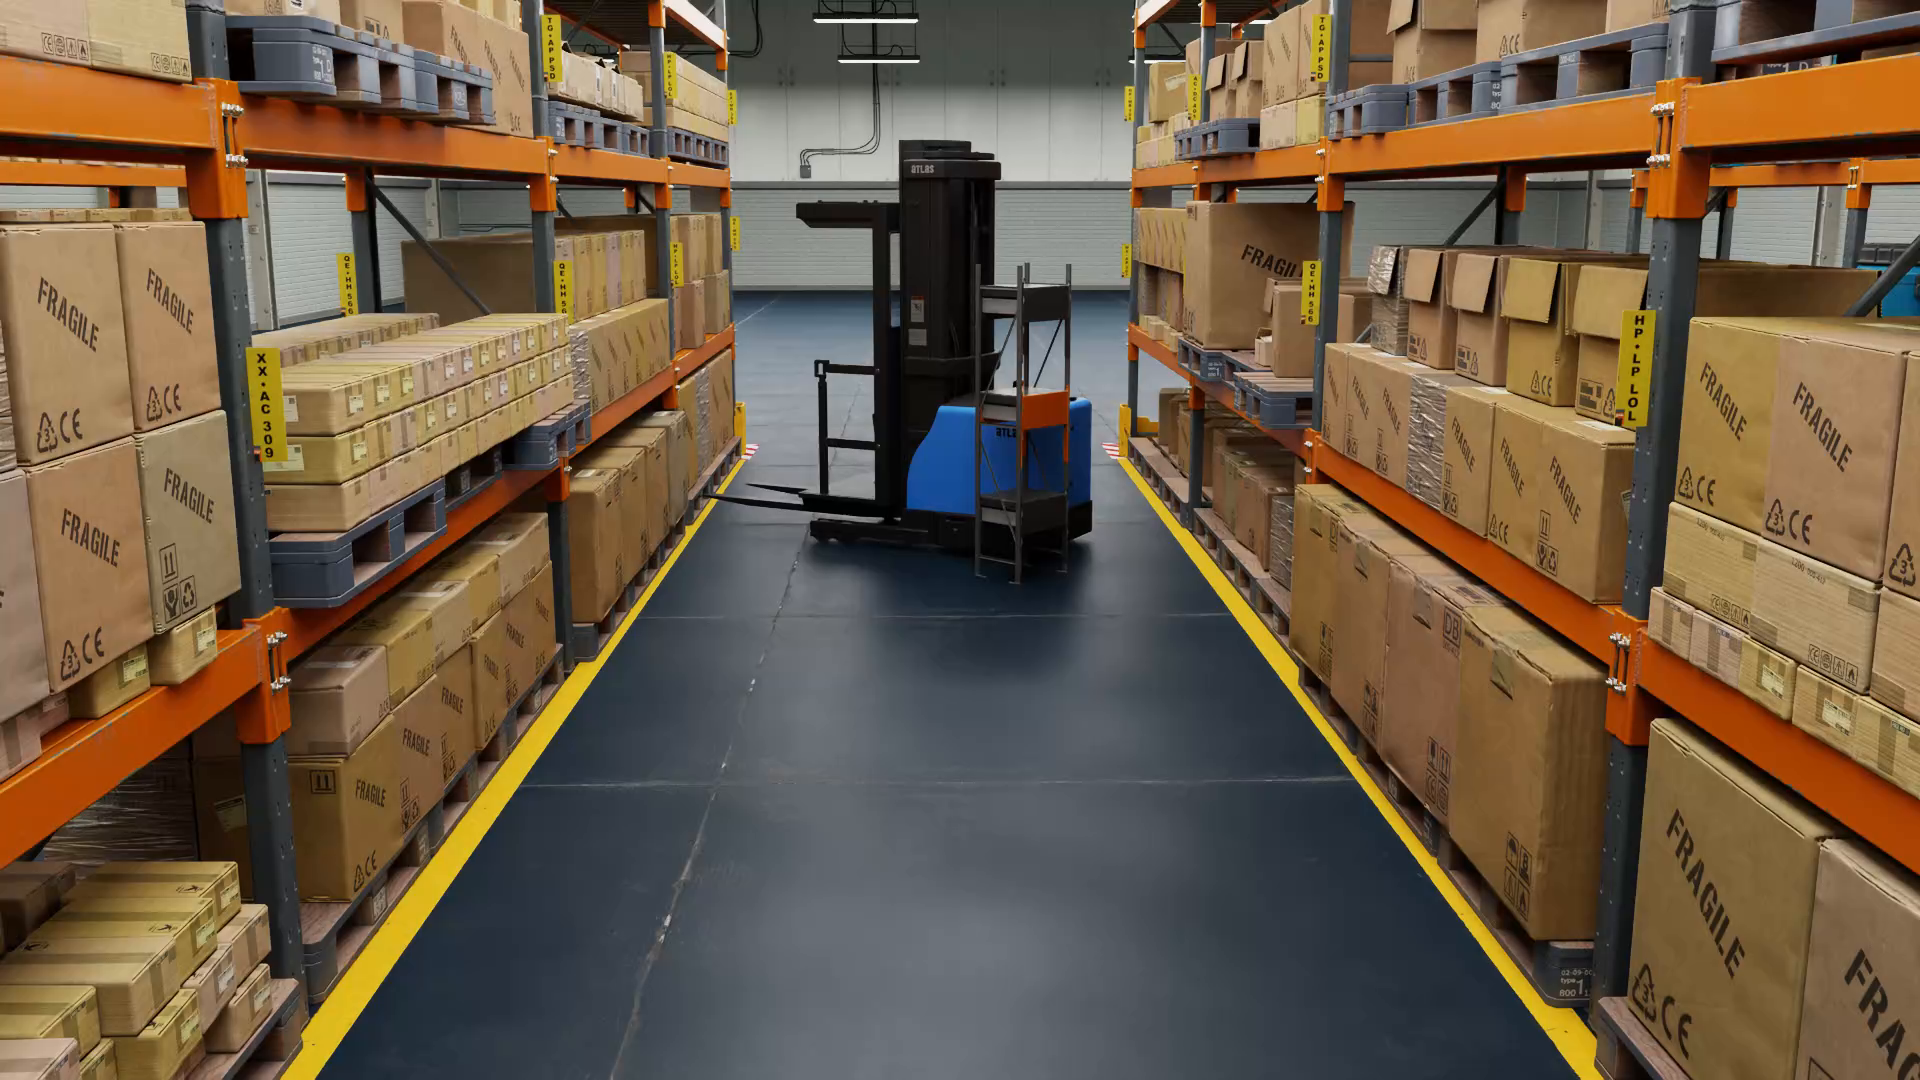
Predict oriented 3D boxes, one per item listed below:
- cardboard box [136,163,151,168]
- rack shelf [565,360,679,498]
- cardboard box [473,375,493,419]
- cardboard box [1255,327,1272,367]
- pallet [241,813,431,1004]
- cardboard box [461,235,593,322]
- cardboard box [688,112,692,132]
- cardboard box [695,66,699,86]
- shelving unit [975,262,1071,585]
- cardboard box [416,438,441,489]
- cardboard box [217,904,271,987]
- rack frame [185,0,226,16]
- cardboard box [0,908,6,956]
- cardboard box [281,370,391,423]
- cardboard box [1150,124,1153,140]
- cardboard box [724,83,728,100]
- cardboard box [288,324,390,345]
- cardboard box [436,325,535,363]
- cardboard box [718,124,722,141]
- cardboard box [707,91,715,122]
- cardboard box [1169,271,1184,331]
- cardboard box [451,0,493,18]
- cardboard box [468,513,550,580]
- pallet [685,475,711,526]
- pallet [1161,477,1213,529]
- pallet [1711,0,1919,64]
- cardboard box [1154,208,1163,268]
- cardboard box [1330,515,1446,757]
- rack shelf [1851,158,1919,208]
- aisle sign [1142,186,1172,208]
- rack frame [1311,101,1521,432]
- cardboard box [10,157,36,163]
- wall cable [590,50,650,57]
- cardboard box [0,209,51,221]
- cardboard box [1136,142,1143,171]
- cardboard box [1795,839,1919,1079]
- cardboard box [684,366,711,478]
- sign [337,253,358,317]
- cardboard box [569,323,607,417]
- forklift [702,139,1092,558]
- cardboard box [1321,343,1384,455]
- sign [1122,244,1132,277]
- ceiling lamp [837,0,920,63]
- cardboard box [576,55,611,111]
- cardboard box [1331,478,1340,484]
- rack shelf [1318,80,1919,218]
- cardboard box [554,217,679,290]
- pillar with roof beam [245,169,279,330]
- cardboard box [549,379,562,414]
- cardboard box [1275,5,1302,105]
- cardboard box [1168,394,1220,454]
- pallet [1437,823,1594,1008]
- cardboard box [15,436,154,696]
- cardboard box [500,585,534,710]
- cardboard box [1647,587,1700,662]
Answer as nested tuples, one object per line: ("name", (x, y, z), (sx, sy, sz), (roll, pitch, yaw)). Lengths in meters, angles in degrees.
("cardboard box", (-7.426, -3.376, 14.745), (0.380, 0.149, 0.250), (0, 11, -2))
("rack shelf", (-2.642, -0.797, 10.751), (1.077, 0.370, 4.000), (0, 11, -1))
("cardboard box", (-2.101, -0.576, 6.682), (0.380, 0.149, 0.250), (0, 11, -2))
("cardboard box", (2.055, -1.222, 10.321), (0.396, 0.266, 0.258), (-1, 11, -3))
("pallet", (-2.536, 1.255, 5.840), (1.003, 0.211, 1.213), (0, 11, -1))
("cardboard box", (-2.625, -1.582, 10.048), (0.700, 0.500, 0.500), (0, 11, -2))
("cardboard box", (-2.367, -3.373, 13.421), (0.380, 0.149, 0.250), (0, 11, -2))
("cardboard box", (-2.379, -3.866, 13.845), (0.380, 0.149, 0.250), (0, 11, -1))
("shelving unit", (0.420, -0.790, 11.170), (0.431, 2.100, 0.503), (11, 16, 42))
("cardboard box", (-2.084, -0.274, 5.941), (0.380, 0.149, 0.250), (0, 11, -1))
("cardboard box", (-2.194, 1.150, 4.710), (0.380, 0.149, 0.250), (0, 11, 0))
("rack frame", (-2.518, -2.897, 4.204), (1.000, 3.000, 0.127), (0, 11, -1))
("cardboard box", (-2.772, 1.068, 4.370), (0.380, 0.149, 0.250), (0, 11, 2))
("cardboard box", (-2.079, -0.466, 5.393), (0.380, 0.149, 0.250), (0, 11, 0))
("cardboard box", (1.940, -3.722, 15.193), (0.380, 0.149, 0.250), (0, 11, 1))
("cardboard box", (-2.420, -4.269, 15.831), (0.380, 0.149, 0.250), (0, 11, -1))
("cardboard box", (-2.772, -0.878, 7.424), (0.380, 0.149, 0.250), (-1, 11, -4))
("cardboard box", (-2.115, -0.875, 7.408), (0.380, 0.149, 0.250), (0, 11, 1))
("cardboard box", (-2.410, -3.778, 15.416), (0.380, 0.149, 0.250), (0, 11, 0))
("cardboard box", (-2.458, -3.844, 14.738), (0.500, 0.250, 0.500), (0, 11, -1))
("cardboard box", (2.244, -2.030, 14.021), (0.875, 0.500, 0.500), (0, 11, -1))
("cardboard box", (-2.307, -2.465, 7.442), (0.396, 0.266, 0.258), (0, 11, -1))
("cardboard box", (-2.325, 0.035, 8.187), (0.500, 0.250, 0.500), (-1, 11, -2))
("pallet", (-2.621, -0.332, 13.663), (1.003, 0.211, 1.213), (0, 11, -1))
("pallet", (2.228, -0.314, 13.575), (1.003, 0.211, 1.213), (0, 11, -1))
("pallet", (2.449, -1.221, 3.710), (1.003, 0.211, 1.213), (0, 11, -1))
("cardboard box", (1.965, -2.618, 14.406), (0.500, 0.500, 0.500), (0, 11, -1))
("cardboard box", (2.364, 0.398, 7.340), (1.225, 0.875, 0.875), (0, 11, -1))
("rack shelf", (7.270, -2.287, 10.554), (1.077, 0.370, 4.000), (0, 11, -1))
("aisle sign", (1.893, -3.627, 16.356), (0.394, 0.787, 0.004), (0, 11, -1))
("rack frame", (2.360, -0.752, 8.721), (1.000, 3.000, 0.127), (0, 11, -1))
("cardboard box", (-7.339, -2.969, 12.734), (0.380, 0.149, 0.250), (0, 11, -1))
("wall cable", (-10.217, -12.597, 47.127), (3.097, 2.526, 0.112), (0, 11, -1))
("cardboard box", (-7.423, -2.279, 12.736), (0.700, 0.500, 0.500), (0, 11, -2))
("cardboard box", (1.946, -3.642, 15.799), (0.500, 0.250, 0.500), (0, 11, 1))
("cardboard box", (2.395, 1.189, 3.441), (0.875, 0.875, 0.875), (0, 11, -1))
("cardboard box", (-2.649, -1.016, 14.309), (0.875, 0.875, 0.875), (0, 11, -1))
("sign", (-3.156, -1.316, 8.590), (0.100, 0.325, 0.005), (0, 11, -1))
("cardboard box", (-2.354, -0.992, 9.653), (0.500, 0.500, 0.500), (0, 11, -2))
("forklift", (-0.554, -1.494, 12.550), (3.031, 2.935, 1.130), (6, 13, 27))
("cardboard box", (2.098, -0.703, 8.229), (0.500, 0.500, 0.500), (0, 11, 1))
("sign", (1.652, -2.764, 16.462), (0.100, 0.325, 0.005), (0, 11, -1))
("ceiling lamp", (-1.966, -13.184, 40.232), (2.000, 3.185, 0.800), (0, 11, -1))
("cardboard box", (-2.417, -2.779, 10.086), (0.500, 0.311, 0.500), (0, 11, -2))
("cardboard box", (2.316, -0.243, 9.507), (0.500, 0.250, 0.500), (0, 11, 1))
("rack shelf", (2.401, -1.472, 6.535), (1.077, 0.370, 4.000), (0, 11, -1))
("cardboard box", (-2.657, -2.223, 12.879), (0.875, 0.550, 0.550), (0, 11, -1))
("pillar with roof beam", (-9.630, -8.674, 32.682), (9.100, 9.000, 0.548), (0, 11, -1))
("cardboard box", (-2.128, -0.689, 7.985), (0.380, 0.149, 0.250), (0, 11, -1))
("cardboard box", (2.078, -2.712, 9.328), (0.500, 0.500, 0.500), (0, 11, -1))
("cardboard box", (2.237, -1.080, 15.569), (0.500, 0.500, 0.500), (3, 12, 14))
("pallet", (2.351, 1.257, 5.833), (1.003, 0.211, 1.213), (0, 11, -1))
("cardboard box", (-2.216, 0.047, 3.784), (0.500, 0.500, 0.500), (-1, 11, -3))
("cardboard box", (-2.319, 0.501, 7.778), (0.500, 0.500, 0.500), (0, 11, 1))
("cardboard box", (2.116, 0.227, 4.530), (0.380, 0.149, 0.250), (0, 11, -1))
